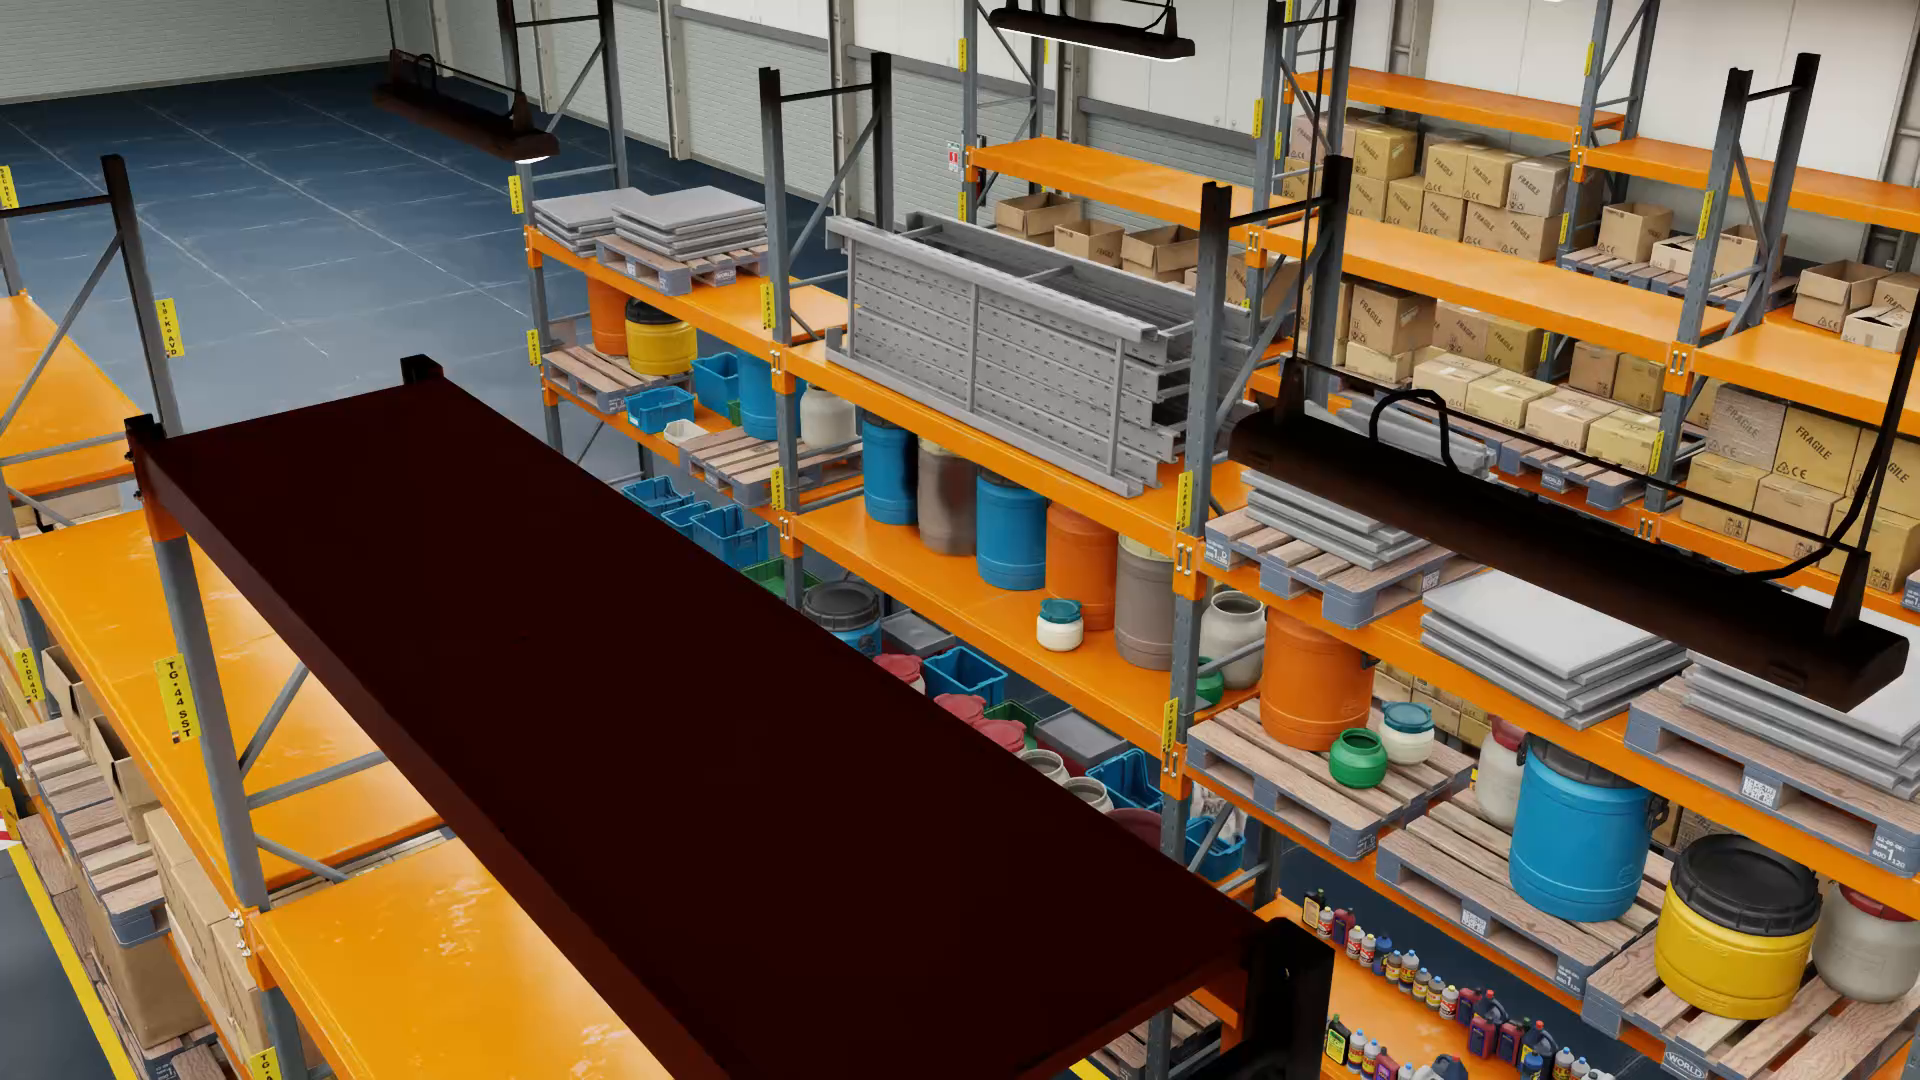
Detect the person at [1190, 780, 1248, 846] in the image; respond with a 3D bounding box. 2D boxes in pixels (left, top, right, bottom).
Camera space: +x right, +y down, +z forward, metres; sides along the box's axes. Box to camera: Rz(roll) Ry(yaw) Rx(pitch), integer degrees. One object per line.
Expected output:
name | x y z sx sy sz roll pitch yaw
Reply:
person | 1.785 2.134 11.918 0.598 1.697 0.393 -6 26 -11
